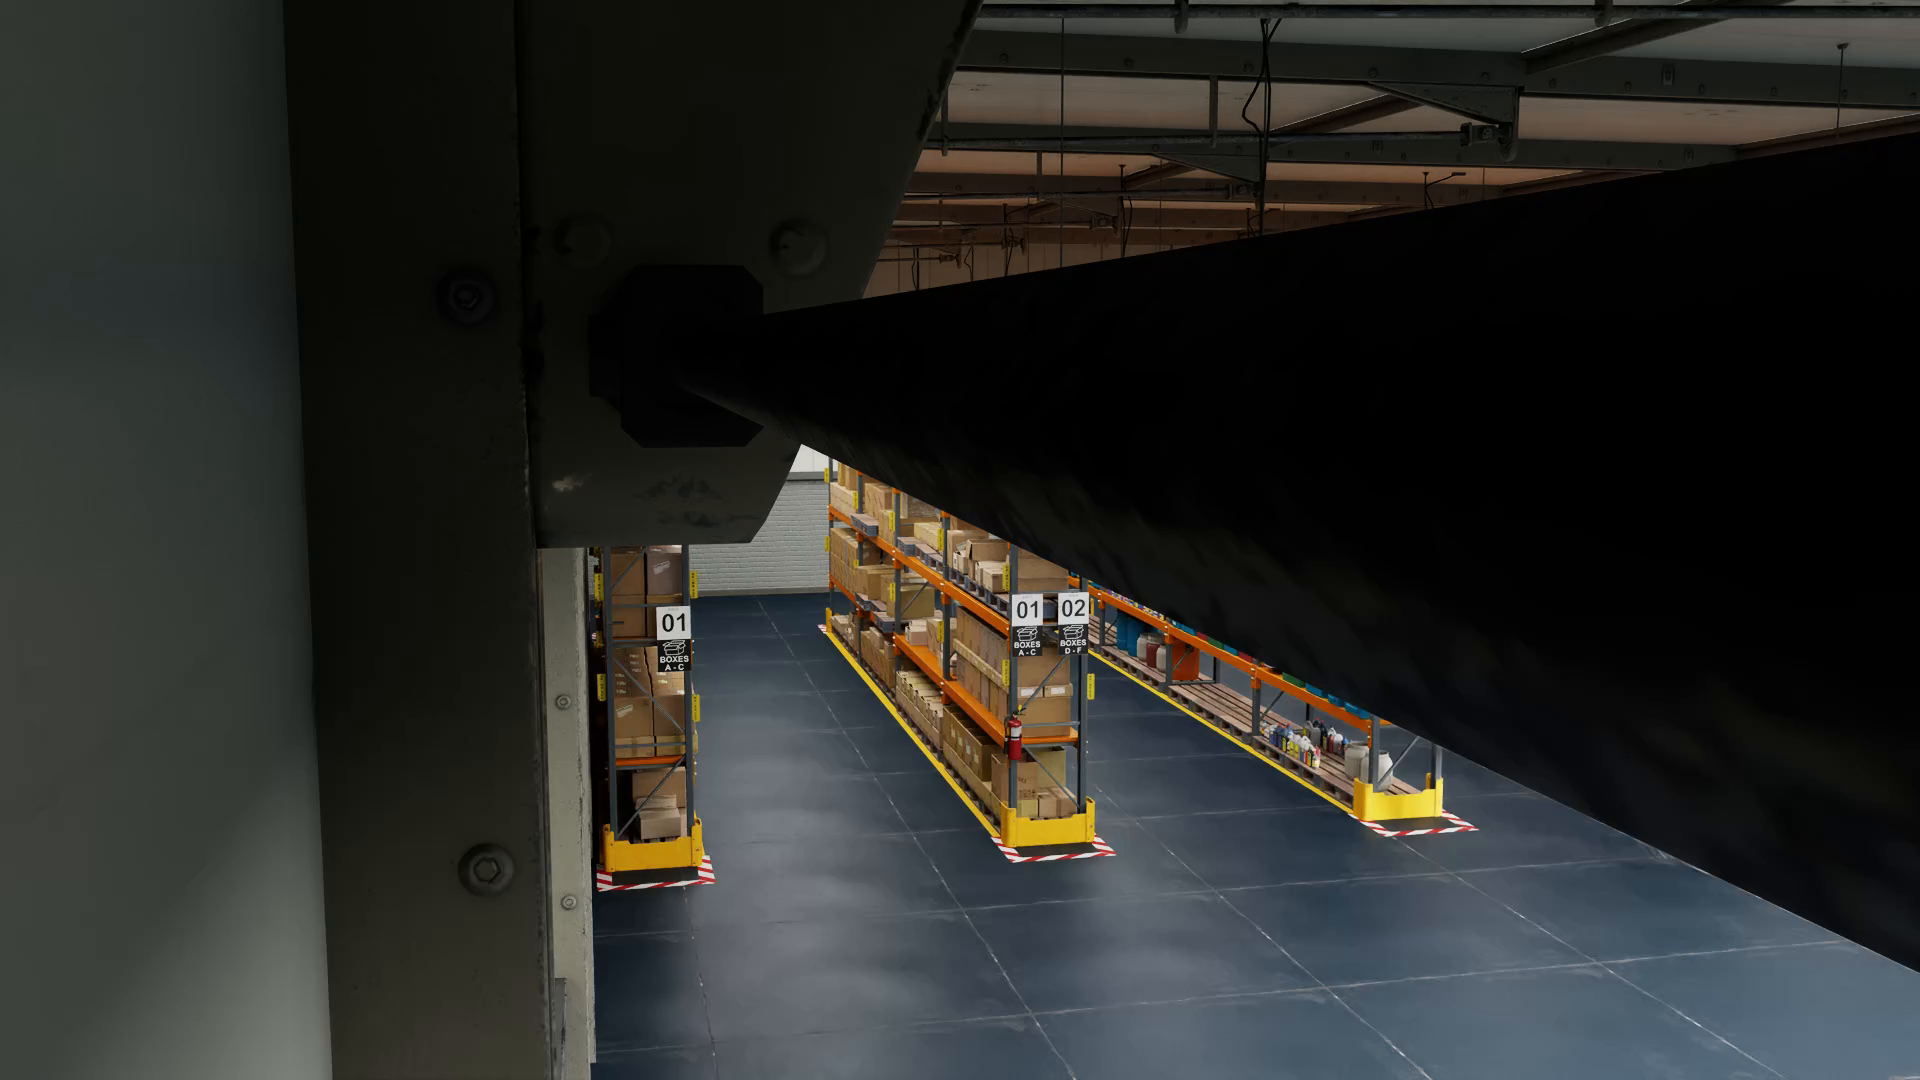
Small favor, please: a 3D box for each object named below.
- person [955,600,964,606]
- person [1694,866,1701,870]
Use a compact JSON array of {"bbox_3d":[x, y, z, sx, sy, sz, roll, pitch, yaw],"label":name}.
[{"bbox_3d":[0.104,1.337,34.737,0.680,1.783,0.718,-3,7,-22],"label":"person"},{"bbox_3d":[9.153,3.161,19.819,0.628,1.669,0.588,3,7,24],"label":"person"}]
